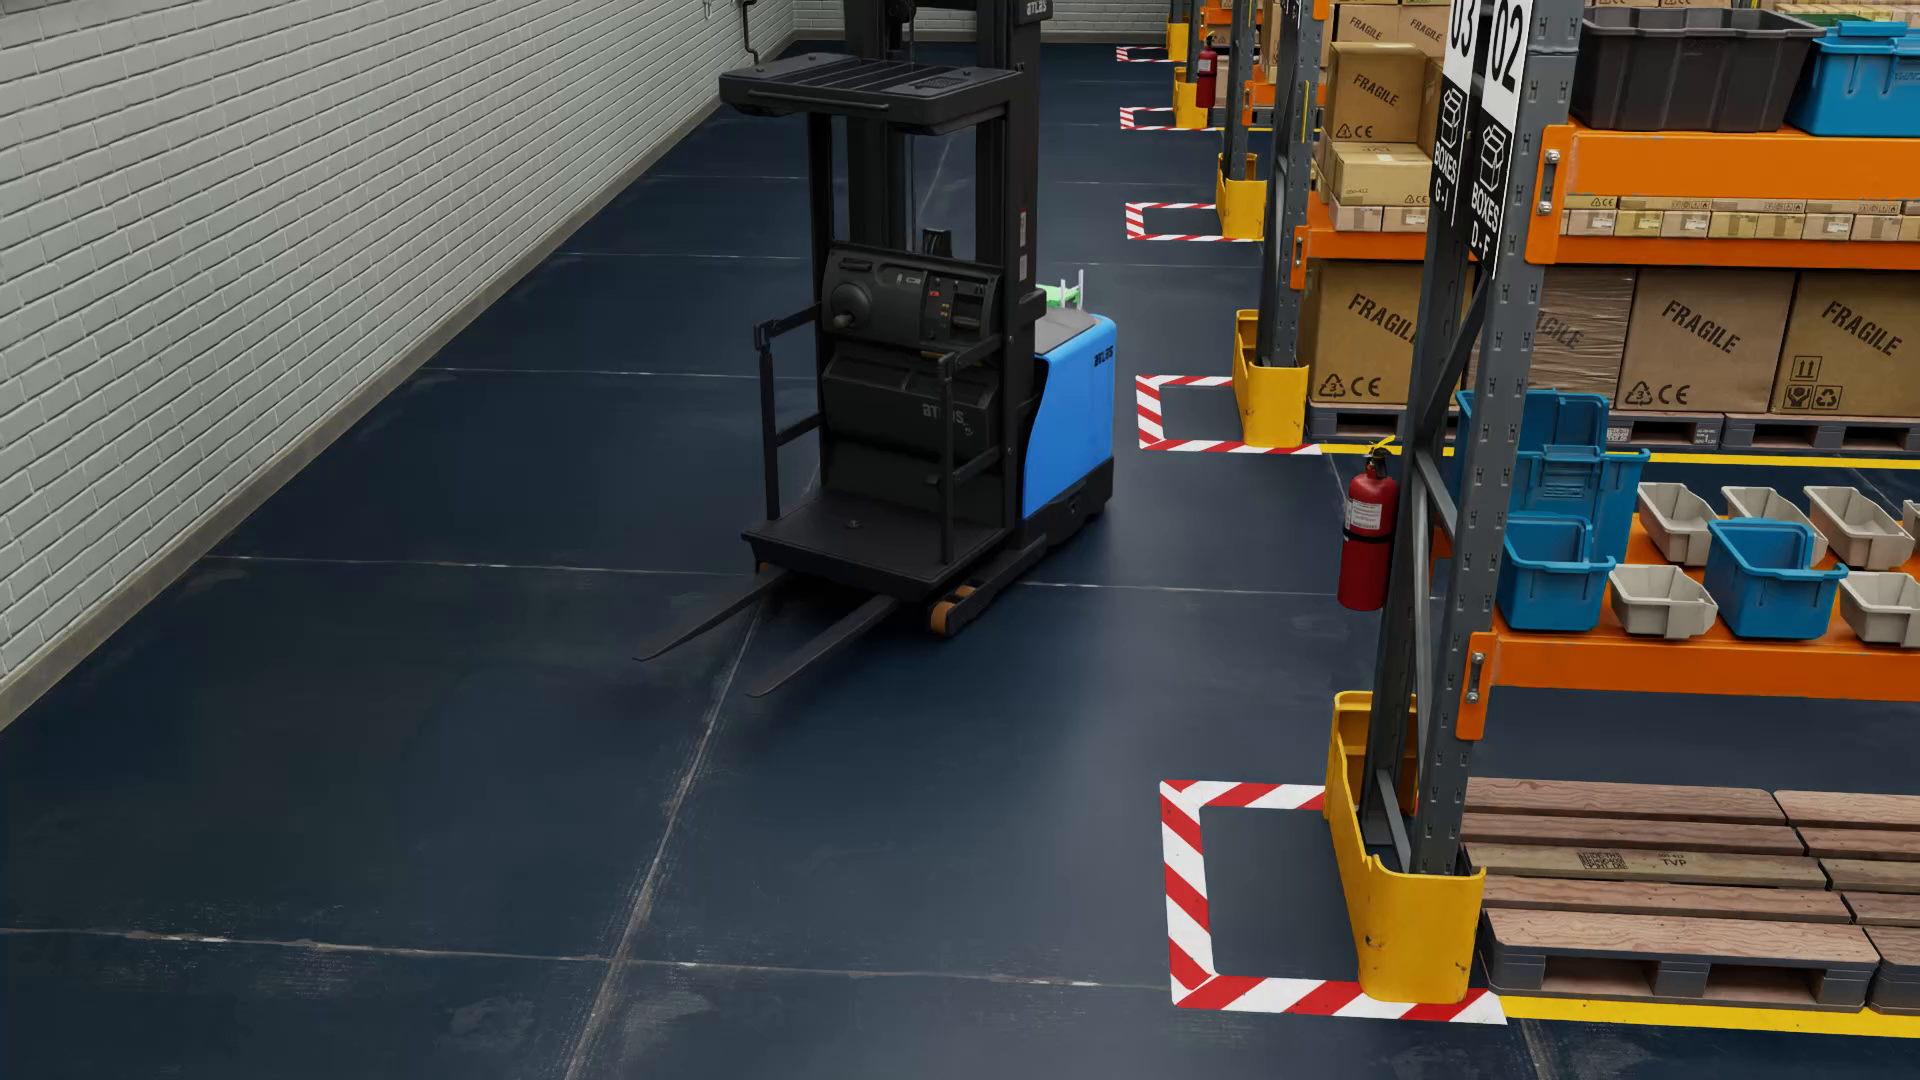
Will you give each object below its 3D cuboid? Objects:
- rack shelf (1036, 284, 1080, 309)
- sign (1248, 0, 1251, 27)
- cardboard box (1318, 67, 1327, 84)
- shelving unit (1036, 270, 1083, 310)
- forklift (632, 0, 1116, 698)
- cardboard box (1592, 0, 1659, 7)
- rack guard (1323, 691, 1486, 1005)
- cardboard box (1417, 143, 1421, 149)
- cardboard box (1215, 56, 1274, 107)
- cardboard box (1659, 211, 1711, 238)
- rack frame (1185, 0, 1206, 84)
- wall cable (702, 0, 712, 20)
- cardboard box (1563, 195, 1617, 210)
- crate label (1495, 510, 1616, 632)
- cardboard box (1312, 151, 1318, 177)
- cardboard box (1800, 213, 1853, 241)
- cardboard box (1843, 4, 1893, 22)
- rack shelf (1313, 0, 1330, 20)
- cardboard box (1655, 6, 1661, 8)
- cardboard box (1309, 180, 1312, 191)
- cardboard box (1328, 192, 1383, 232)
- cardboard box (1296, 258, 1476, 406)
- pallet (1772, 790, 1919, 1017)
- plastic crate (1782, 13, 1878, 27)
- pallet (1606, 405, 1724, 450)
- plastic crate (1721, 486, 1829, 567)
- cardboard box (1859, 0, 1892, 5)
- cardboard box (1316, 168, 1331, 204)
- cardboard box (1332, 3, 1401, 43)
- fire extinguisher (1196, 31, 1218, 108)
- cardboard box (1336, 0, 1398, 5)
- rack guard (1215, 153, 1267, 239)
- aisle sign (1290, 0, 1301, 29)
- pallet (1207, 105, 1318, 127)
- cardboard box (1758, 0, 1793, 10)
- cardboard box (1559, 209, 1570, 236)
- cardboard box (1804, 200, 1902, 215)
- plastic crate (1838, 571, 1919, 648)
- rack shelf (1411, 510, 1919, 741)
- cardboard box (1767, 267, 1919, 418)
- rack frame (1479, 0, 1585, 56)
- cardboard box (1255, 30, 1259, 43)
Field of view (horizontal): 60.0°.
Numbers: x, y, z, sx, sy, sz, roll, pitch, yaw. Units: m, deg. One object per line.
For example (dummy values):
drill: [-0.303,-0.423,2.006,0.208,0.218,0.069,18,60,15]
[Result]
rack shelf: [0.395,-1.318,9.181,0.480,0.148,0.258,14,28,27]
sign: [2.385,-4.388,13.663,0.005,0.325,0.100,2,25,4]
cardboard box: [2.981,-3.969,14.088,0.250,0.149,0.380,3,25,6]
shelving unit: [0.393,-0.939,9.352,0.503,1.200,0.258,14,28,27]
forklift: [-0.350,-1.099,7.632,1.130,2.935,3.031,14,28,28]
cardboard box: [5.409,-4.645,13.584,0.500,0.500,0.500,1,25,2]
rack guard: [1.542,1.047,5.876,0.348,0.500,1.175,2,25,4]
cardboard box: [2.955,-2.303,9.990,0.500,0.250,0.500,1,25,3]
cardboard box: [3.370,-5.335,19.318,0.875,0.438,0.875,1,25,2]
cardboard box: [4.070,-1.838,9.456,0.250,0.149,0.380,2,25,5]
rack frame: [2.704,-6.288,18.826,0.127,3.000,1.000,2,25,4]
wall cable: [-2.920,-6.934,18.978,0.123,1.953,0.585,2,25,4]
cardboard box: [3.423,-2.065,9.473,0.500,0.250,0.500,1,25,2]
crate label: [1.787,0.101,5.070,0.303,0.233,0.416,2,25,4]
cardboard box: [3.207,-3.270,14.465,0.250,0.149,0.380,2,25,5]
cardboard box: [4.836,-1.813,9.402,0.250,0.149,0.380,2,25,5]
cardboard box: [7.306,-4.220,13.419,0.250,0.149,0.380,2,25,4]
rack shelf: [3.940,-3.129,9.234,4.000,0.370,1.077,2,25,4]
cardboard box: [5.911,-4.171,13.752,0.500,0.500,0.500,2,25,4]
cardboard box: [2.929,-3.128,14.512,0.250,0.149,0.380,3,25,6]
cardboard box: [2.274,-1.894,9.579,0.250,0.149,0.380,2,25,5]
cardboard box: [2.590,-1.396,10.234,0.875,0.875,0.875,2,25,4]
pallet: [3.599,1.257,5.767,1.213,0.211,1.003,2,25,4]
plastic crate: [2.572,-1.447,4.971,0.336,0.188,0.450,2,25,4]
pallet: [3.962,-0.857,10.361,1.213,0.211,1.003,2,25,4]
plastic crate: [2.681,-0.034,5.480,0.243,0.136,0.396,2,25,4]
cardboard box: [7.617,-4.483,13.991,0.250,0.149,0.380,2,25,4]
cardboard box: [2.326,-2.169,10.176,0.250,0.149,0.380,2,25,5]
cardboard box: [3.388,-4.266,13.957,0.500,0.500,0.500,2,25,4]
fire extinguisher: [2.210,-4.217,14.865,0.183,0.674,0.296,2,25,4]
cardboard box: [3.357,-4.717,13.742,0.500,0.500,0.500,3,25,6]
rack guard: [2.502,-3.083,14.852,0.348,0.500,1.175,2,25,4]
aisle sign: [1.851,-3.215,9.040,0.004,0.787,0.394,2,25,4]
pallet: [3.508,-5.028,19.424,1.213,0.211,1.003,2,25,4]
cardboard box: [6.830,-4.509,14.046,0.250,0.149,0.380,3,25,6]
cardboard box: [3.299,-1.862,9.509,0.250,0.149,0.380,1,25,3]
cardboard box: [4.957,-2.016,9.367,0.500,0.250,0.500,3,25,6]
plastic crate: [2.777,0.211,4.946,0.298,0.136,0.250,2,25,4]
rack shelf: [3.561,0.298,5.375,4.000,0.370,1.077,2,25,4]
cardboard box: [5.282,-1.309,10.046,0.875,0.875,0.875,2,25,4]
rack frame: [1.567,-2.818,4.109,0.127,3.000,1.000,2,25,4]
cardboard box: [4.104,-7.163,23.637,0.250,0.149,0.380,1,25,2]
